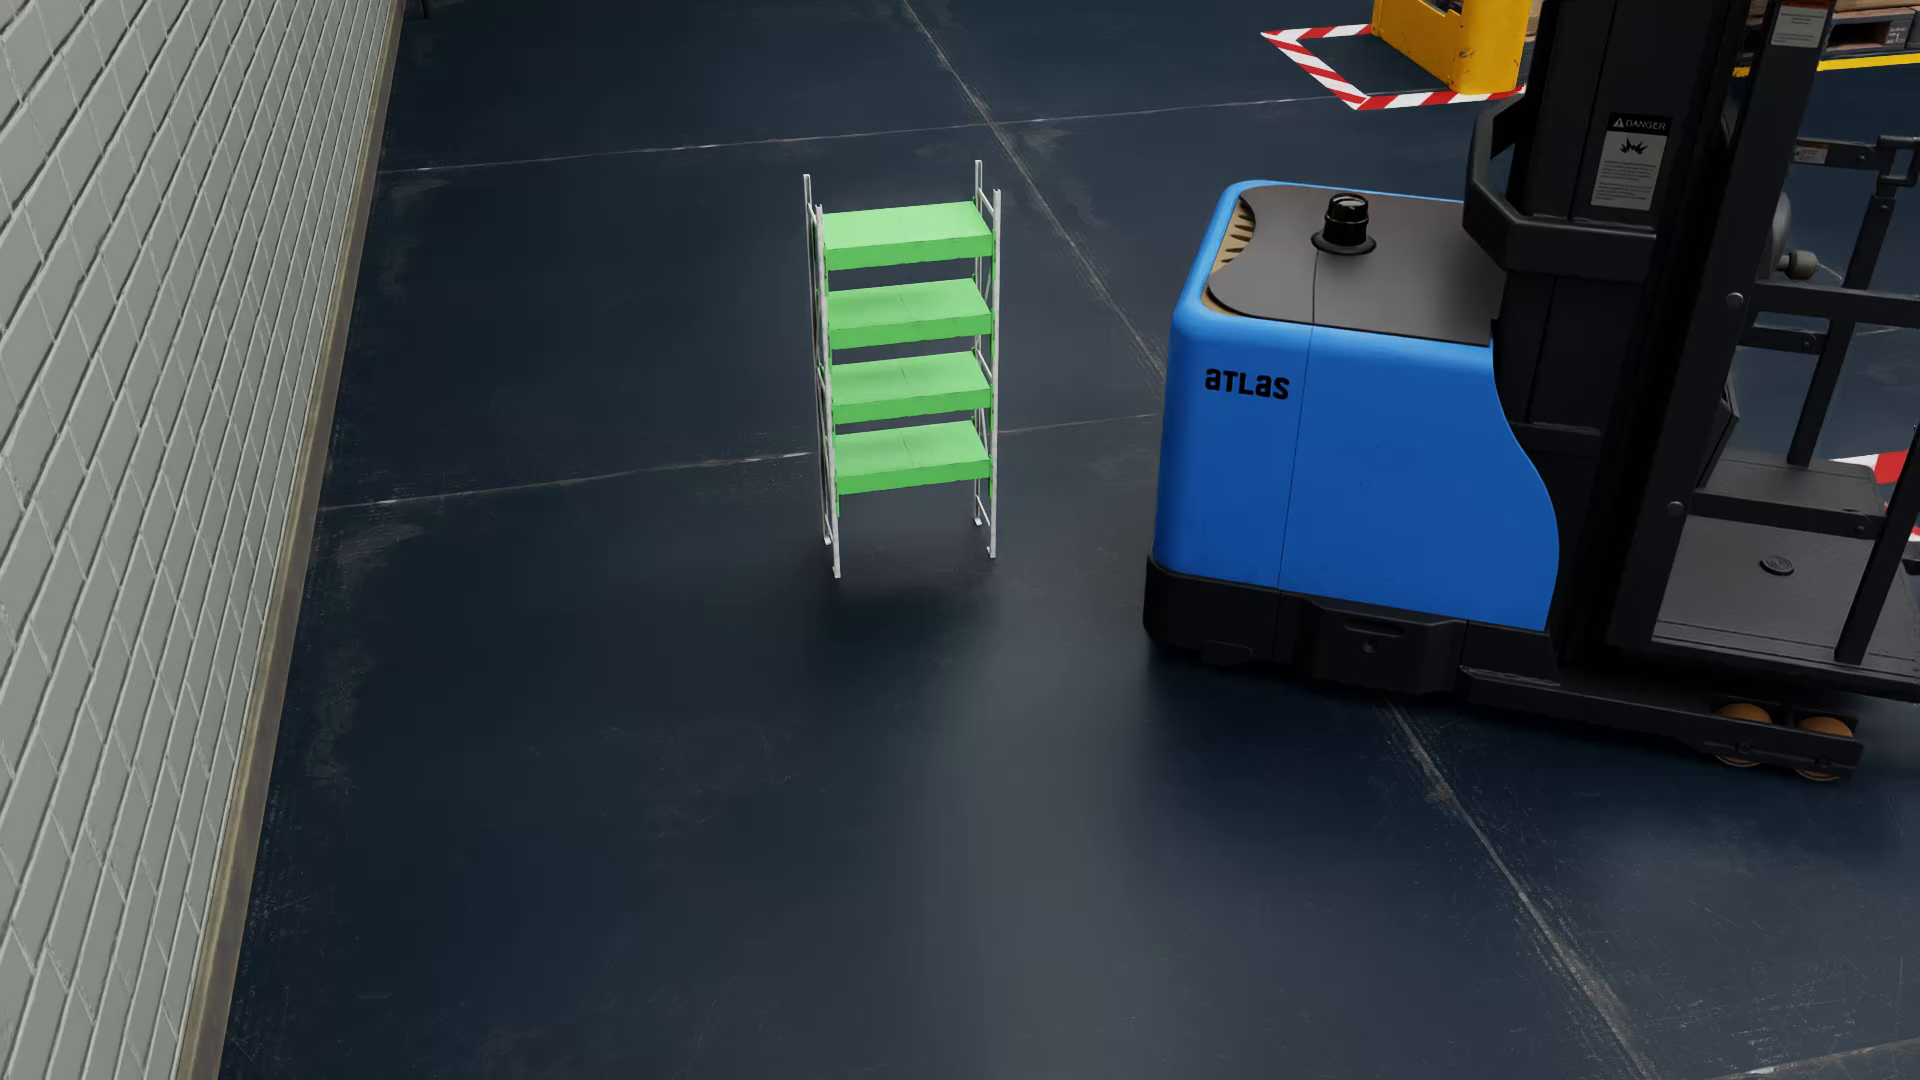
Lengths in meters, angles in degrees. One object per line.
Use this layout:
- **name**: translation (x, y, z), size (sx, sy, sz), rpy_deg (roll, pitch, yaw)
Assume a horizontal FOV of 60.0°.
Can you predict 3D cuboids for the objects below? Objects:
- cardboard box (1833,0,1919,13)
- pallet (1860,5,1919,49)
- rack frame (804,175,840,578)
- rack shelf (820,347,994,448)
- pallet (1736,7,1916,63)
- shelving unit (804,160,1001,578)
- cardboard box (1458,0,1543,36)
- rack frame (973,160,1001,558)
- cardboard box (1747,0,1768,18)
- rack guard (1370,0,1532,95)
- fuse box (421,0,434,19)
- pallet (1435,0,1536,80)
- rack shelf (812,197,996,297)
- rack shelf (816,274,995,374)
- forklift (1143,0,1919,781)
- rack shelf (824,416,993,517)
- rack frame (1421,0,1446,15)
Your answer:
- **cardboard box**: translation (5.077, -3.389, 9.531), size (0.875, 0.438, 0.875), rpy_deg (-8, 35, -12)
- **pallet**: translation (5.827, -3.199, 9.828), size (1.213, 0.211, 1.003), rpy_deg (-7, 35, -11)
- **rack frame**: translation (-0.399, -0.448, 4.841), size (0.015, 1.200, 0.240), rpy_deg (-7, 35, -11)
- **rack shelf**: translation (-0.161, -0.425, 4.921), size (0.480, 0.148, 0.258), rpy_deg (-7, 35, -11)
- **pallet**: translation (4.634, -3.047, 9.601), size (1.213, 0.211, 1.003), rpy_deg (-7, 35, -11)
- **shelving unit**: translation (-0.161, -0.478, 4.885), size (0.503, 1.200, 0.258), rpy_deg (-7, 35, -11)
- **cardboard box**: translation (3.306, -3.162, 9.193), size (0.875, 0.438, 0.875), rpy_deg (-8, 35, -12)
- **rack frame**: translation (0.077, -0.508, 4.930), size (0.015, 1.200, 0.240), rpy_deg (-7, 35, -11)
- **cardboard box**: translation (4.197, -3.279, 9.367), size (0.875, 0.438, 0.875), rpy_deg (-6, 34, -9)
- **rack guard**: translation (2.661, -2.875, 9.086), size (0.348, 0.500, 1.175), rpy_deg (-7, 35, -11)
- **fuse box**: translation (-3.132, -3.835, 9.429), size (0.414, 1.711, 0.539), rpy_deg (-7, 35, -11)
- **pallet**: translation (3.447, -2.899, 9.381), size (1.213, 0.211, 1.003), rpy_deg (-7, 35, -11)
- **rack shelf**: translation (-0.161, -0.823, 4.653), size (0.480, 0.148, 0.258), rpy_deg (-7, 35, -11)
- **rack shelf**: translation (-0.161, -0.624, 4.787), size (0.480, 0.148, 0.258), rpy_deg (-7, 35, -11)
- **forklift**: translation (2.099, -0.923, 3.995), size (3.031, 2.935, 1.130), rpy_deg (9, 35, 13)
- **rack shelf**: translation (-0.161, -0.226, 5.055), size (0.480, 0.148, 0.258), rpy_deg (-7, 35, -11)
- **rack frame**: translation (2.684, -3.916, 8.394), size (0.127, 3.000, 1.000), rpy_deg (-7, 35, -11)
